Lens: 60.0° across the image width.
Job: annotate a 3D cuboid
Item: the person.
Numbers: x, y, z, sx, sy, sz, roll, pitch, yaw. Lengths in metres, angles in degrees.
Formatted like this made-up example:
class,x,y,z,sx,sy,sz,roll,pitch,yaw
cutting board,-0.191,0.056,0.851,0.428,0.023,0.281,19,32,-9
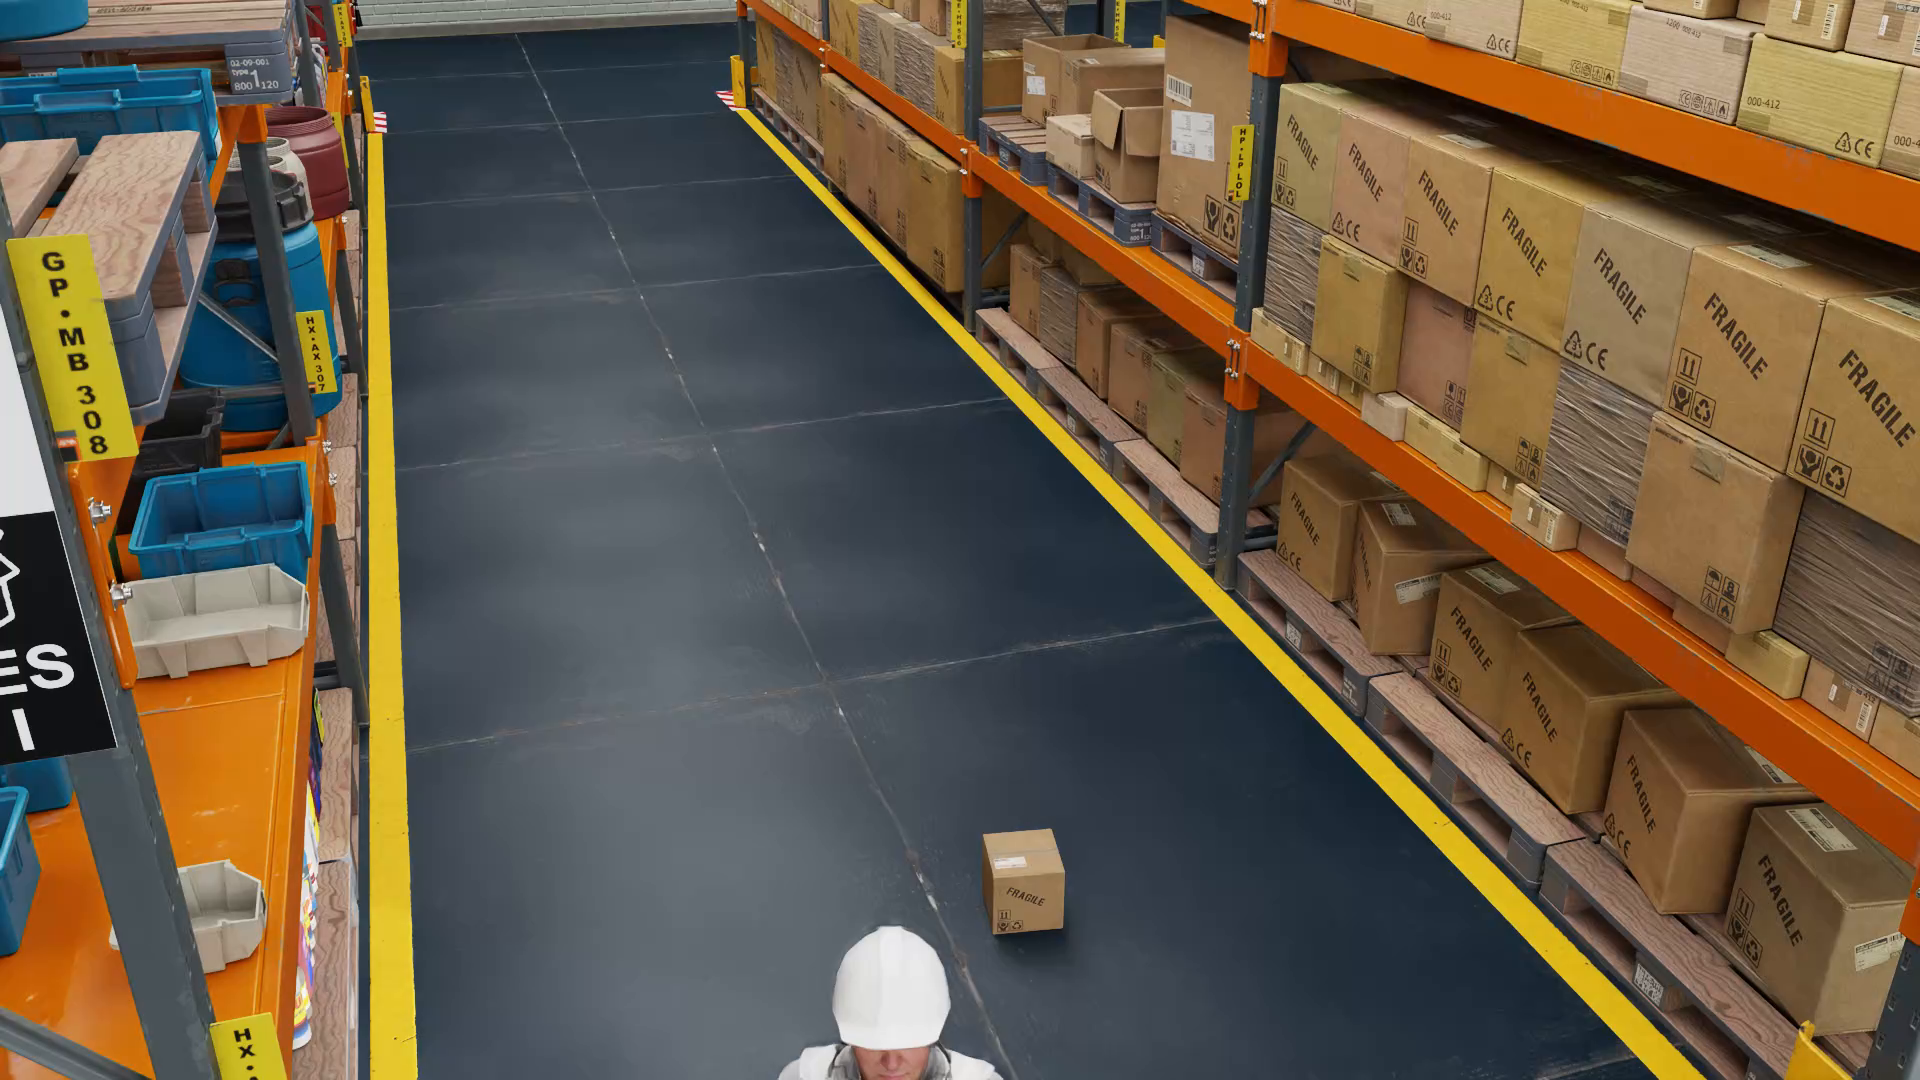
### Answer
class,x,y,z,sx,sy,sz,roll,pitch,yaw
person,-0.130,1.542,3.403,0.539,1.756,0.669,3,26,5
